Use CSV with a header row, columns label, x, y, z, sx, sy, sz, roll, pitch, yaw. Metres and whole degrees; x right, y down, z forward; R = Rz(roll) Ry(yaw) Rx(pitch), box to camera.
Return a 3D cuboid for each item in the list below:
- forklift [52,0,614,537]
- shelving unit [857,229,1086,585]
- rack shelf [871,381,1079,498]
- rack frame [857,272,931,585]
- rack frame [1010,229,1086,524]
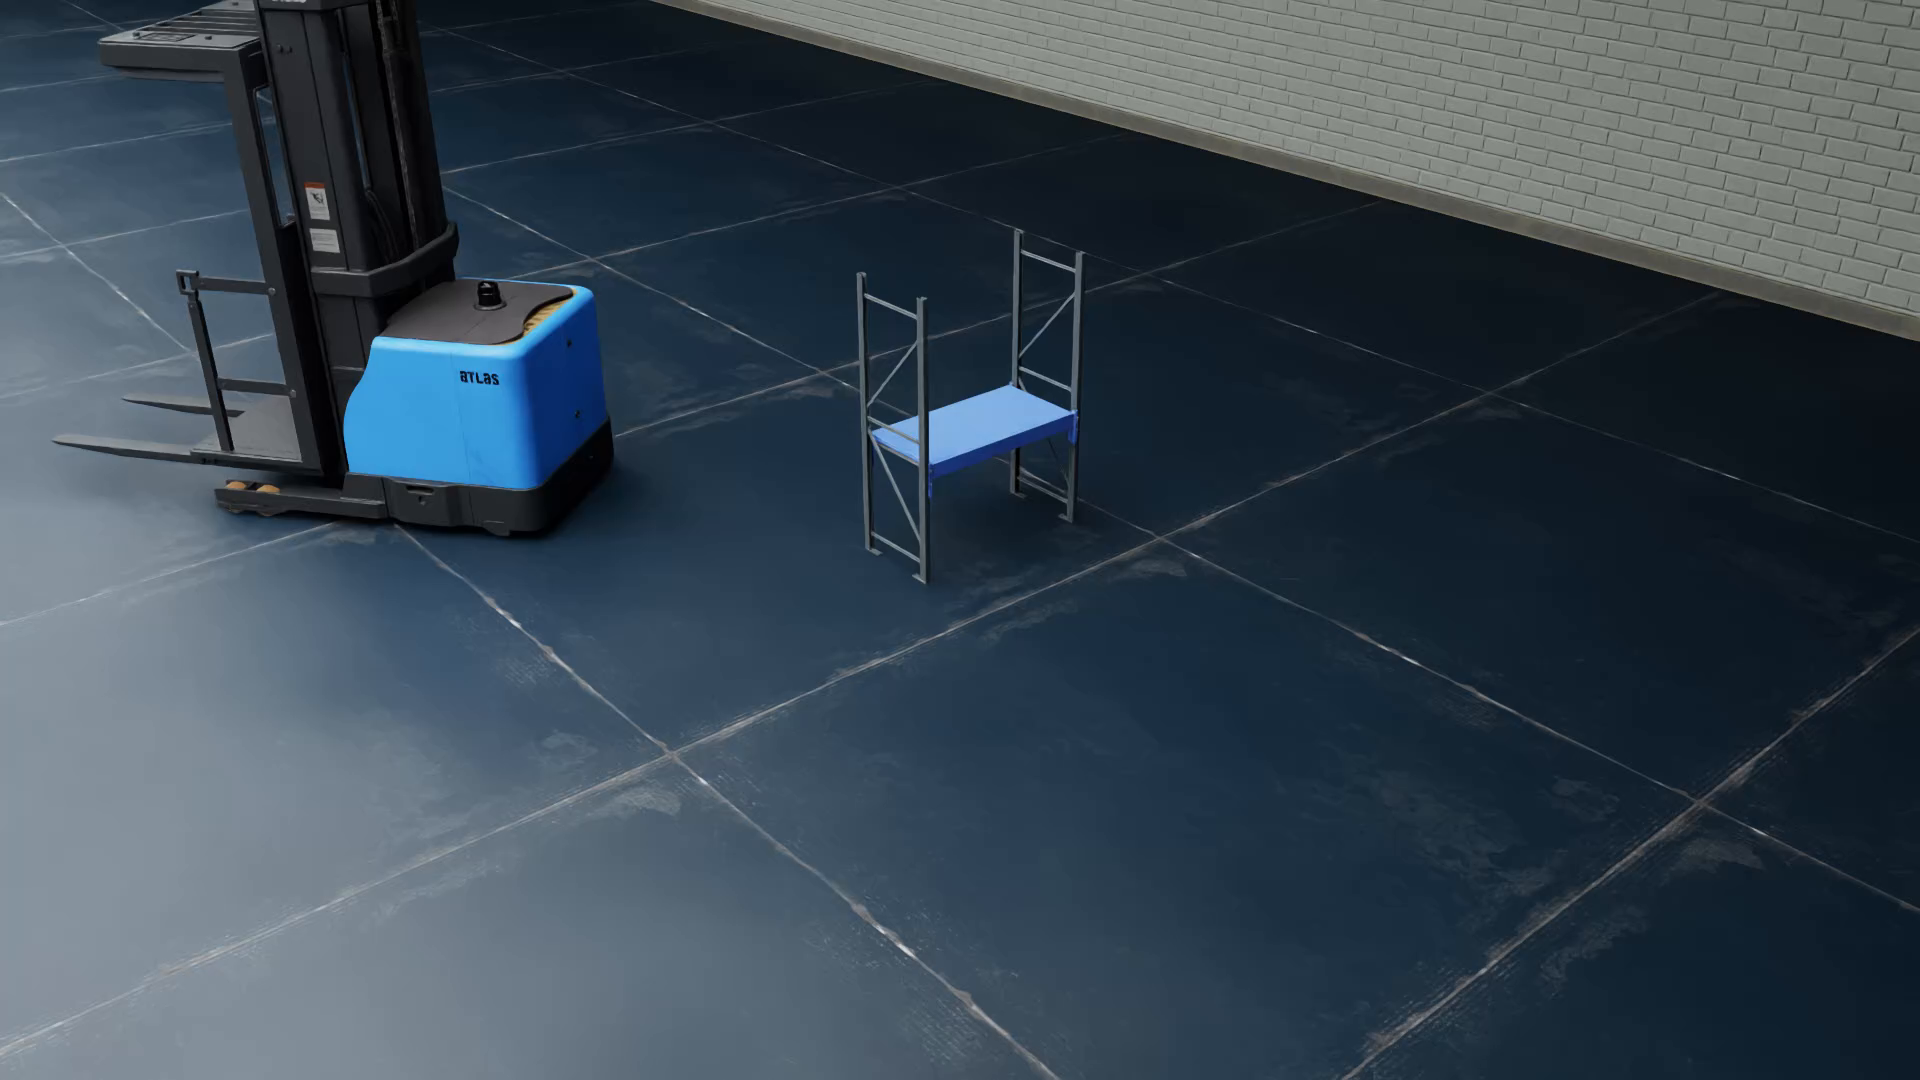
label,x,y,z,sx,sy,sz,roll,pitch,yaw
forklift,-3.547,-1.657,8.741,3.031,2.935,1.130,6,29,11
shelving unit,0.065,-0.688,8.445,1.048,1.500,0.538,-22,35,-35
rack shelf,0.065,-0.529,8.530,1.000,0.185,0.538,-22,35,-35
rack frame,-0.322,-0.532,8.154,0.032,1.500,0.500,-22,35,-35
rack frame,0.452,-0.843,8.736,0.032,1.500,0.500,-22,35,-35
